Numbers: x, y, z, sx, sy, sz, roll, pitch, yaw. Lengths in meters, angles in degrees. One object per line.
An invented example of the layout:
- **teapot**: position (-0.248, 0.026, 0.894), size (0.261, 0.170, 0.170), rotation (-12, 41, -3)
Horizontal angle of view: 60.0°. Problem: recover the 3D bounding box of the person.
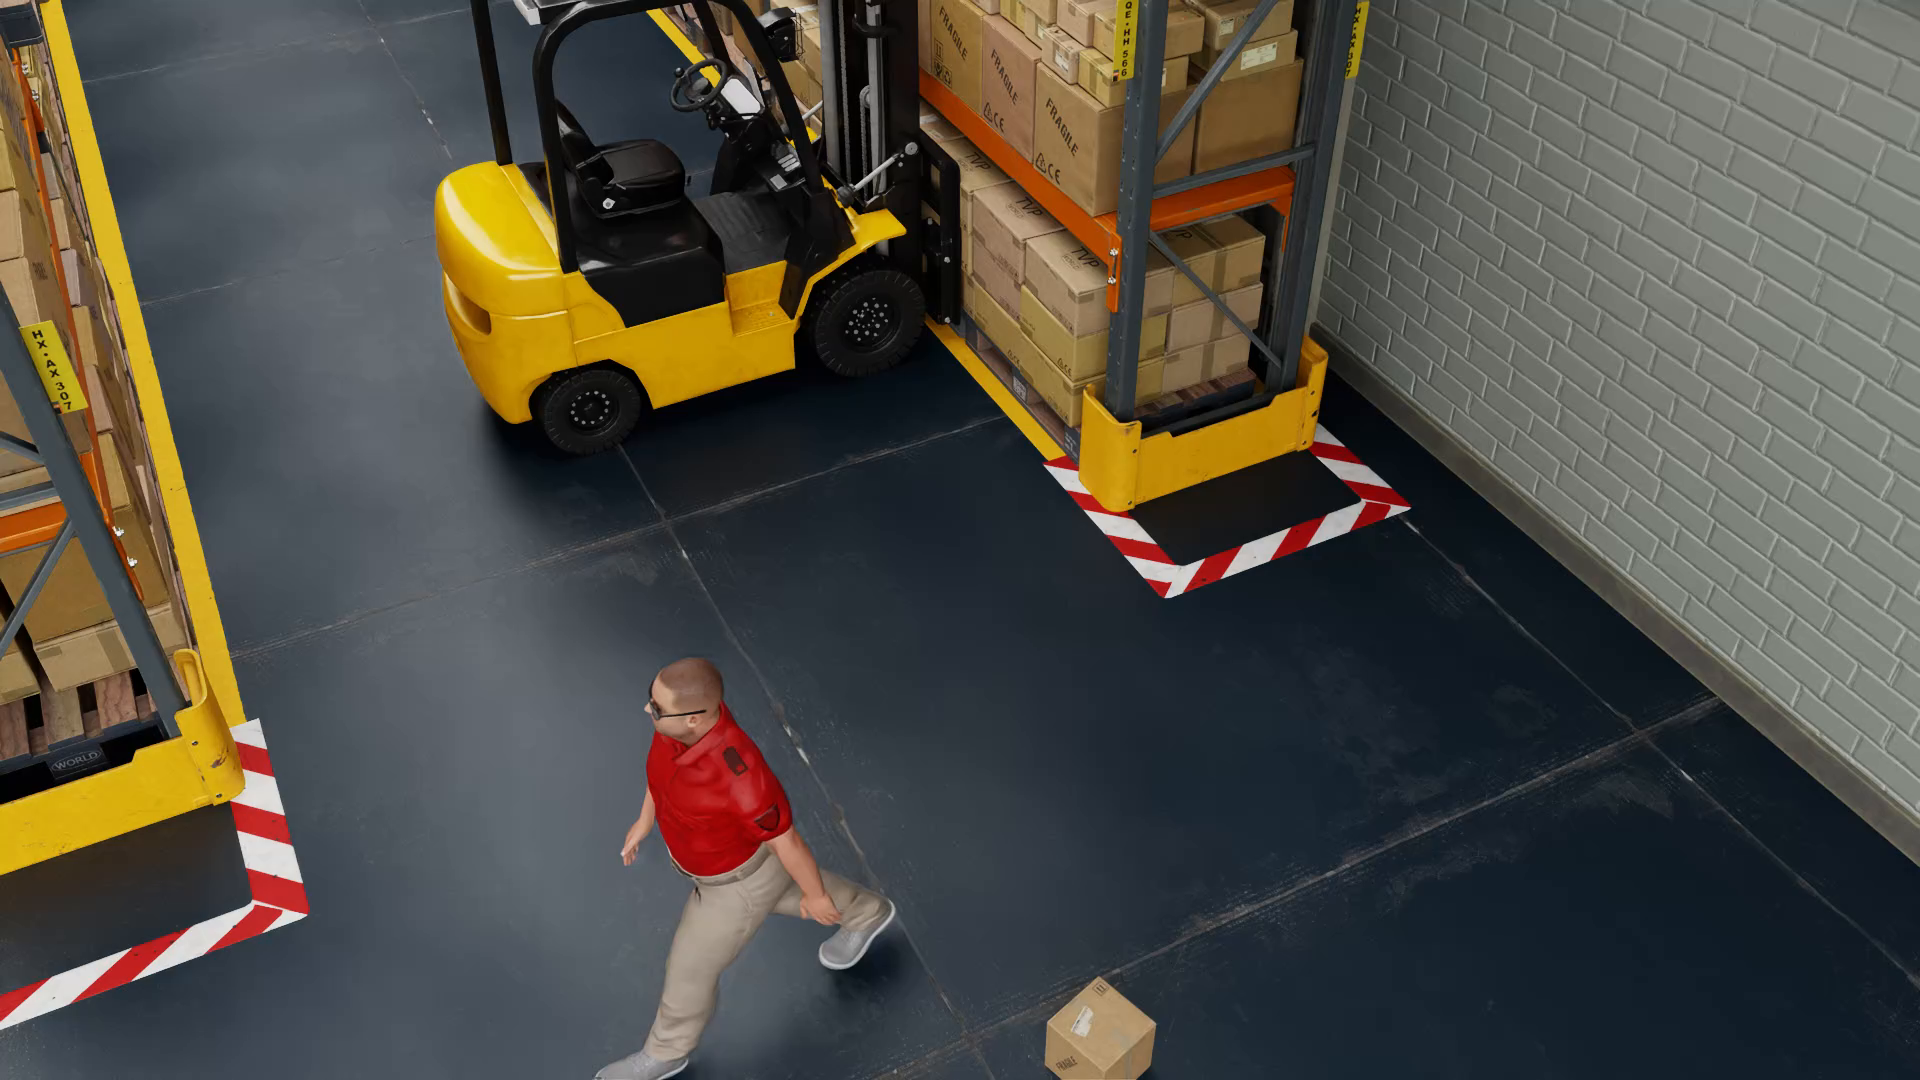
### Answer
- **person**: position (-0.706, 0.956, 5.095), size (1.128, 1.662, 0.577), rotation (-15, 43, -17)
